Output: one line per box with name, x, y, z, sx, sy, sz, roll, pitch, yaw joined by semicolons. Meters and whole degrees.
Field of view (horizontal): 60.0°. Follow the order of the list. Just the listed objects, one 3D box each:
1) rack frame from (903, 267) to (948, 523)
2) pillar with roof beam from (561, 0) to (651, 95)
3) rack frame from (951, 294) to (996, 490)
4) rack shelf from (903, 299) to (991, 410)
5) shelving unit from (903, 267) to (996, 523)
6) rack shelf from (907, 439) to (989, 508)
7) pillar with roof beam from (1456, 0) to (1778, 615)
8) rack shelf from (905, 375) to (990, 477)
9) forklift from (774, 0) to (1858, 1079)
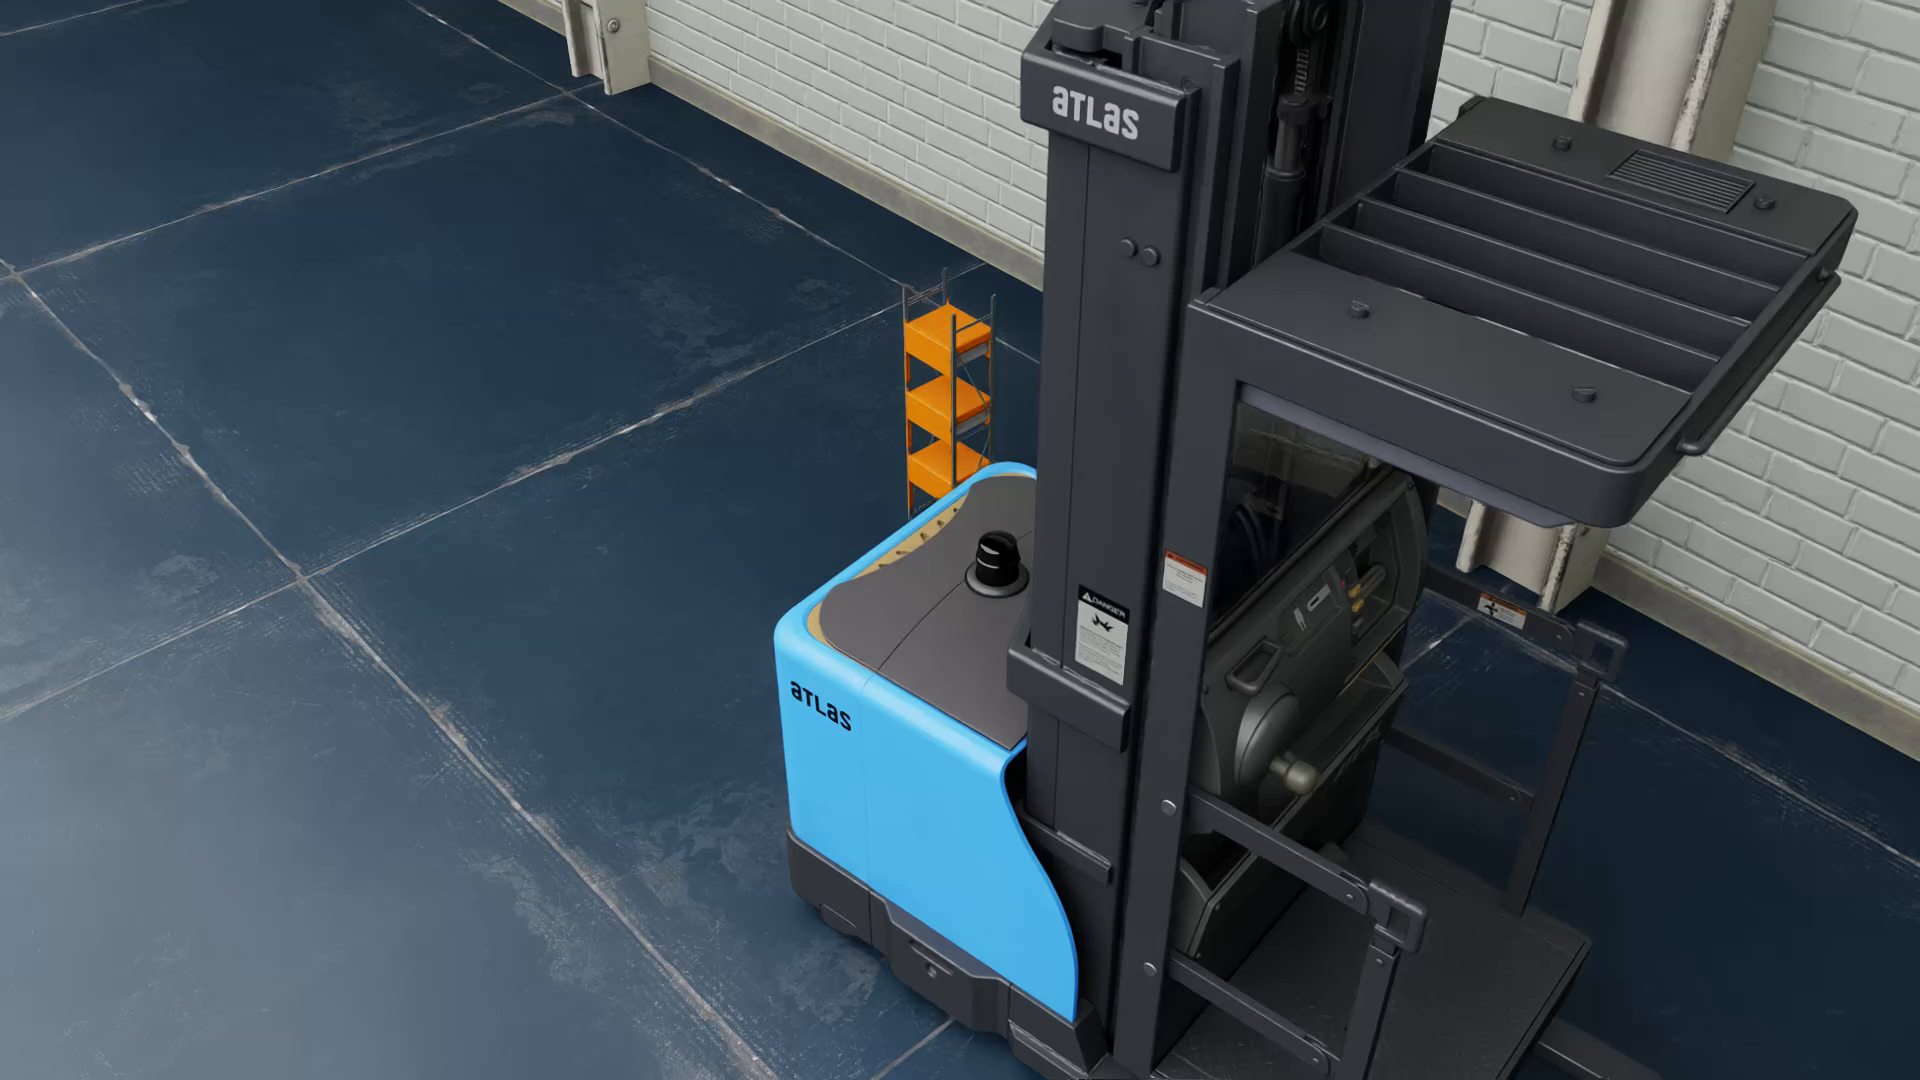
rack frame;-0.119;-0.490;6.021;0.200;1.050;0.008;-30;48;-32
pillar with roof beam;-5.158;-4.325;4.443;9.100;9.000;0.400;-30;48;-32
rack frame;0.046;-0.377;5.881;0.200;1.050;0.008;-30;48;-32
rack shelf;-0.036;-0.646;5.779;0.215;0.259;0.240;-30;48;-32
shelving unit;-0.036;-0.433;5.951;0.215;1.050;0.252;-30;48;-32
rack shelf;-0.036;-0.209;6.132;0.215;0.259;0.240;-30;48;-32
pillar with roof beam;-1.100;-1.548;1.005;9.100;9.000;0.400;-30;48;-32
rack shelf;-0.036;-0.425;5.957;0.215;0.259;0.240;-30;48;-32
forklift;0.961;0.264;3.591;3.031;2.935;1.130;27;46;30
